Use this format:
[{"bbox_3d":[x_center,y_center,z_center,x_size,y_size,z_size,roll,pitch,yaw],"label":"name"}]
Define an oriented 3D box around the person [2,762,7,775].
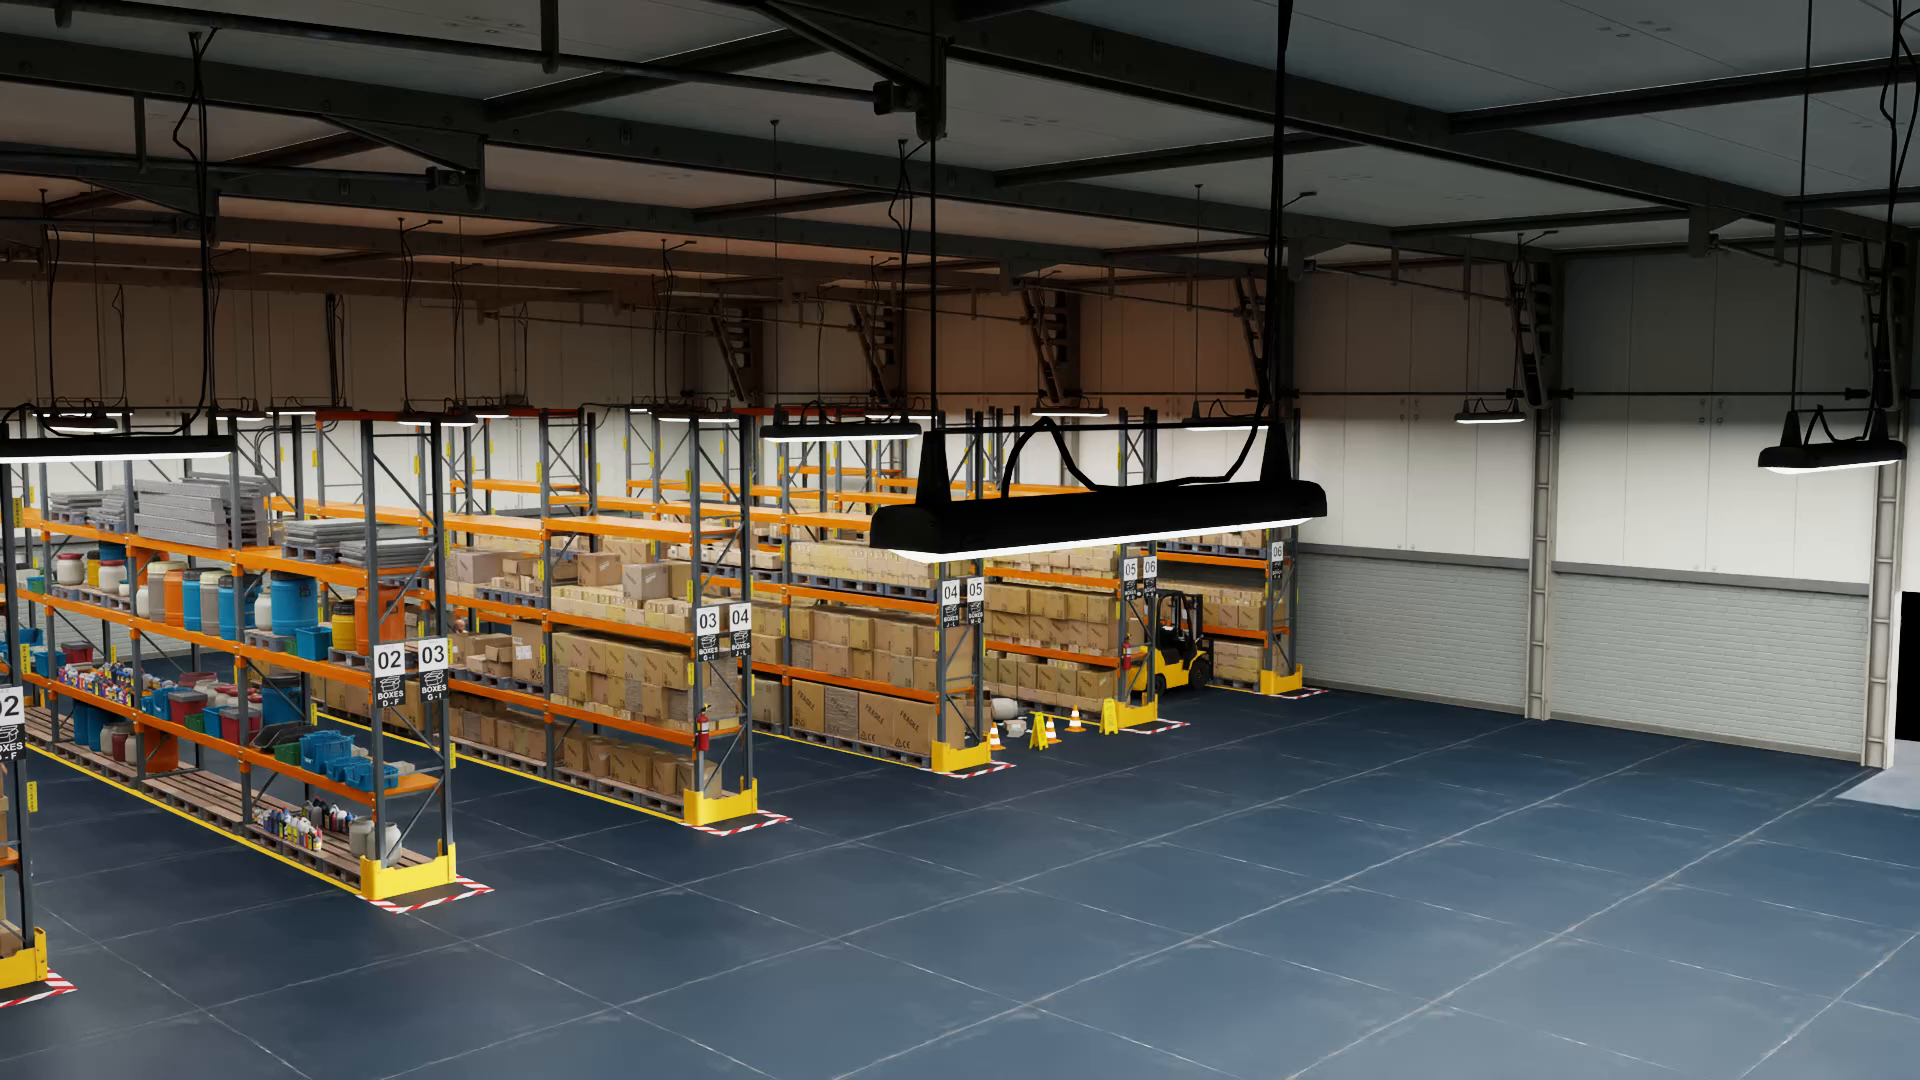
[{"bbox_3d":[-14.358,3.359,24.468,1.069,1.580,0.536,3,6,29],"label":"person"}]
